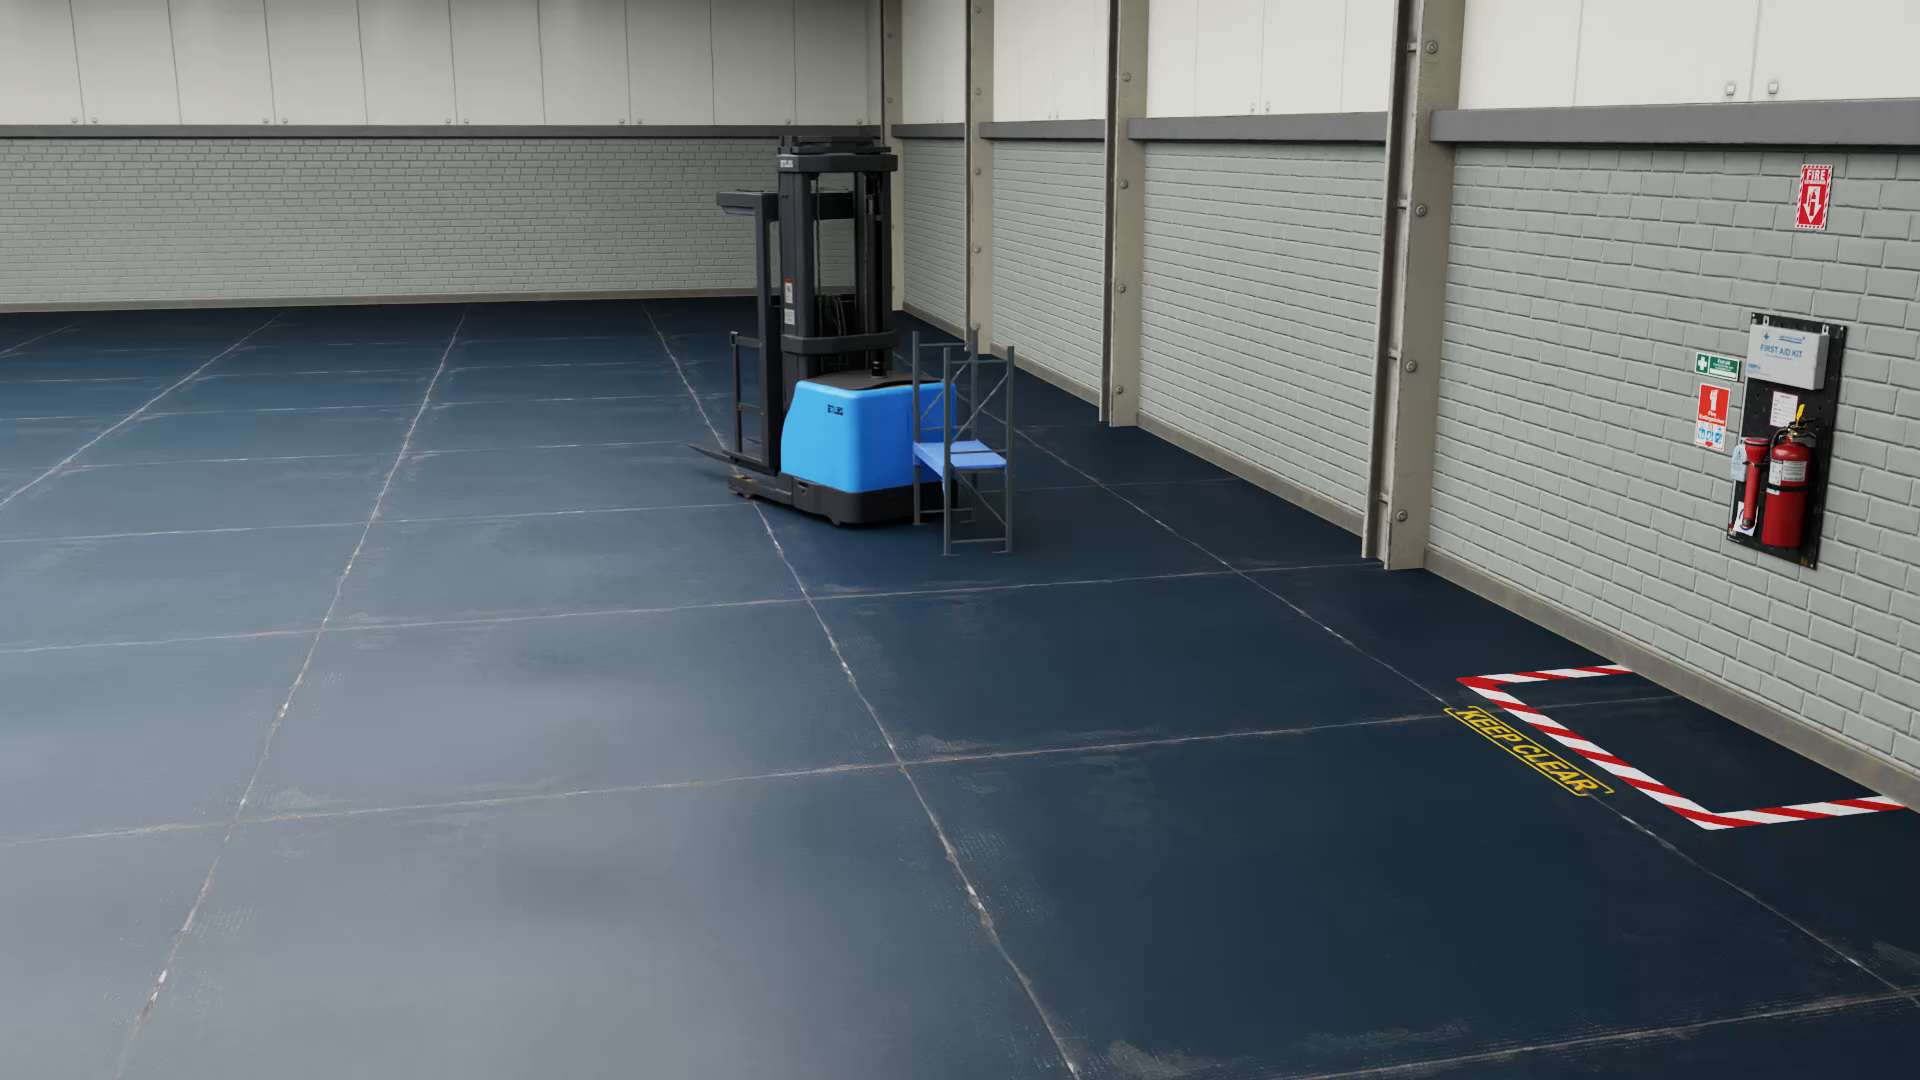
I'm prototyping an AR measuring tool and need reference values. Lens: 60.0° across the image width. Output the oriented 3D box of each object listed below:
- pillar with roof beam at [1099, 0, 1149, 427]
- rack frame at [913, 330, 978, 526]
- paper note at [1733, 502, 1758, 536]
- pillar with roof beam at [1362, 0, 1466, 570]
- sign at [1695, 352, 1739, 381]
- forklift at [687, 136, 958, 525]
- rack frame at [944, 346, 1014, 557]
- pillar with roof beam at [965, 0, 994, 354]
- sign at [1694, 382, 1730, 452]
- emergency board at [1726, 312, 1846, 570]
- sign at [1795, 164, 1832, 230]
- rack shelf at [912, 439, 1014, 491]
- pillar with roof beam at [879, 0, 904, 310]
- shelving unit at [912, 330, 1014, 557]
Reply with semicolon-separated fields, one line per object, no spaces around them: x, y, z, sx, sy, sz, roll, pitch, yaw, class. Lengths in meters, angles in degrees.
-2.516;-5.361;15.410;9.100;9.000;0.400;-3;14;-13;pillar with roof beam
-0.111;-0.856;12.772;0.500;1.500;0.032;-3;14;-13;rack frame
3.970;-0.107;8.403;0.016;0.148;0.142;-3;14;-13;paper note
-1.106;-3.977;9.744;9.100;9.000;0.400;-3;14;-13;pillar with roof beam
3.907;-0.897;8.587;0.001;0.109;0.331;-3;14;-13;sign
-1.296;-1.830;13.742;1.130;2.935;3.031;-10;17;-35;forklift
0.132;-0.622;11.813;0.500;1.500;0.032;-3;14;-13;rack frame
-3.925;-6.745;21.075;9.100;9.000;0.400;-3;14;-13;pillar with roof beam
3.914;-0.641;8.657;0.001;0.329;0.234;-3;14;-13;sign
3.944;-0.491;8.115;0.194;1.169;0.643;-3;14;-13;emergency board
4.039;-1.624;7.870;0.001;0.298;0.199;-3;14;-13;sign
0.011;-0.565;12.336;0.538;0.185;1.000;-3;14;-13;rack shelf
-5.334;-8.129;26.741;9.100;9.000;0.400;-3;14;-13;pillar with roof beam
0.011;-0.739;12.293;0.538;1.500;1.048;-3;14;-13;shelving unit
